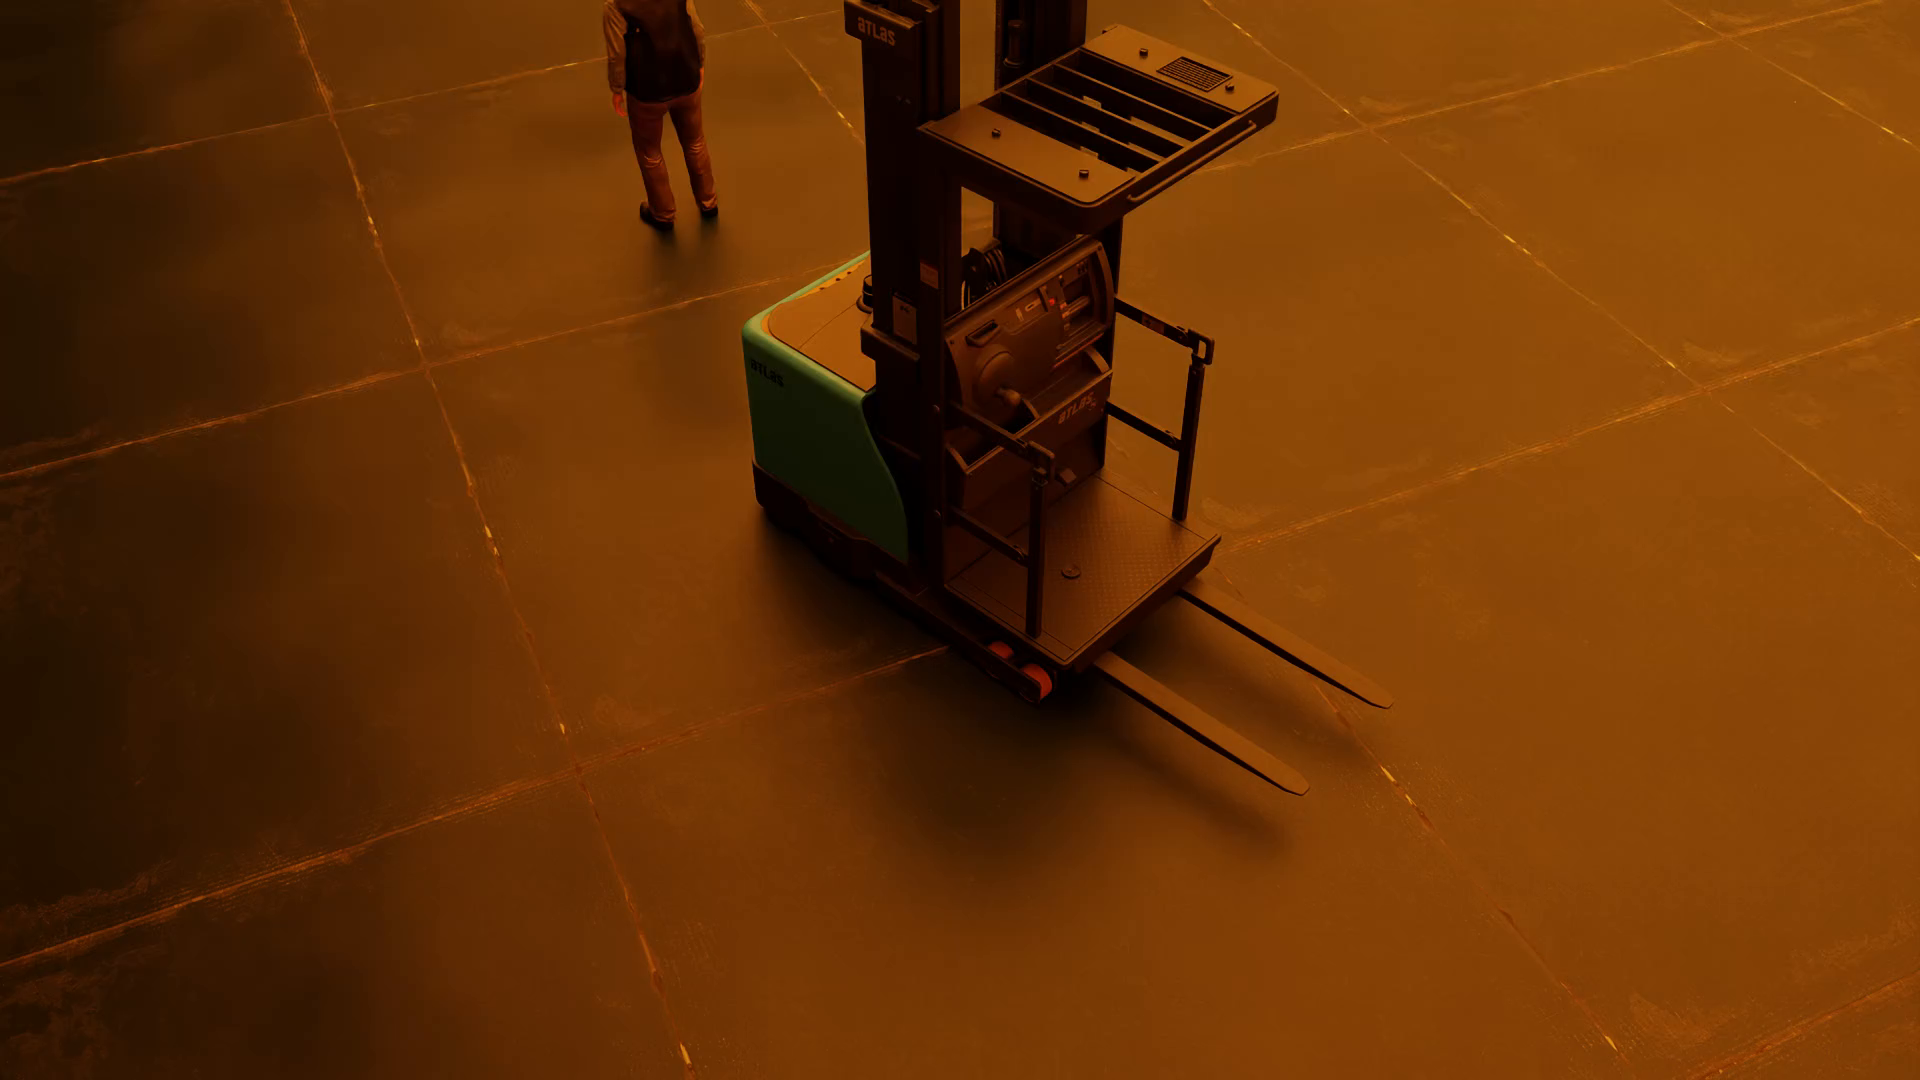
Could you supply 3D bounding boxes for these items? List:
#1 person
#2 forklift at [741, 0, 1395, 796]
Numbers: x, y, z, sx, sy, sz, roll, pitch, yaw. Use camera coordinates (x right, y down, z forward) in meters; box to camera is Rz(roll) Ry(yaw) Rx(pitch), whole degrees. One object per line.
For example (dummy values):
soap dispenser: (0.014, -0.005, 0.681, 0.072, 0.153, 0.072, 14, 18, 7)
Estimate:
person: (-1.669, -2.537, 9.287, 0.593, 1.720, 0.425, -24, 48, -23)
forklift: (0.445, -0.788, 6.525, 3.031, 2.935, 1.130, 32, 52, 30)
